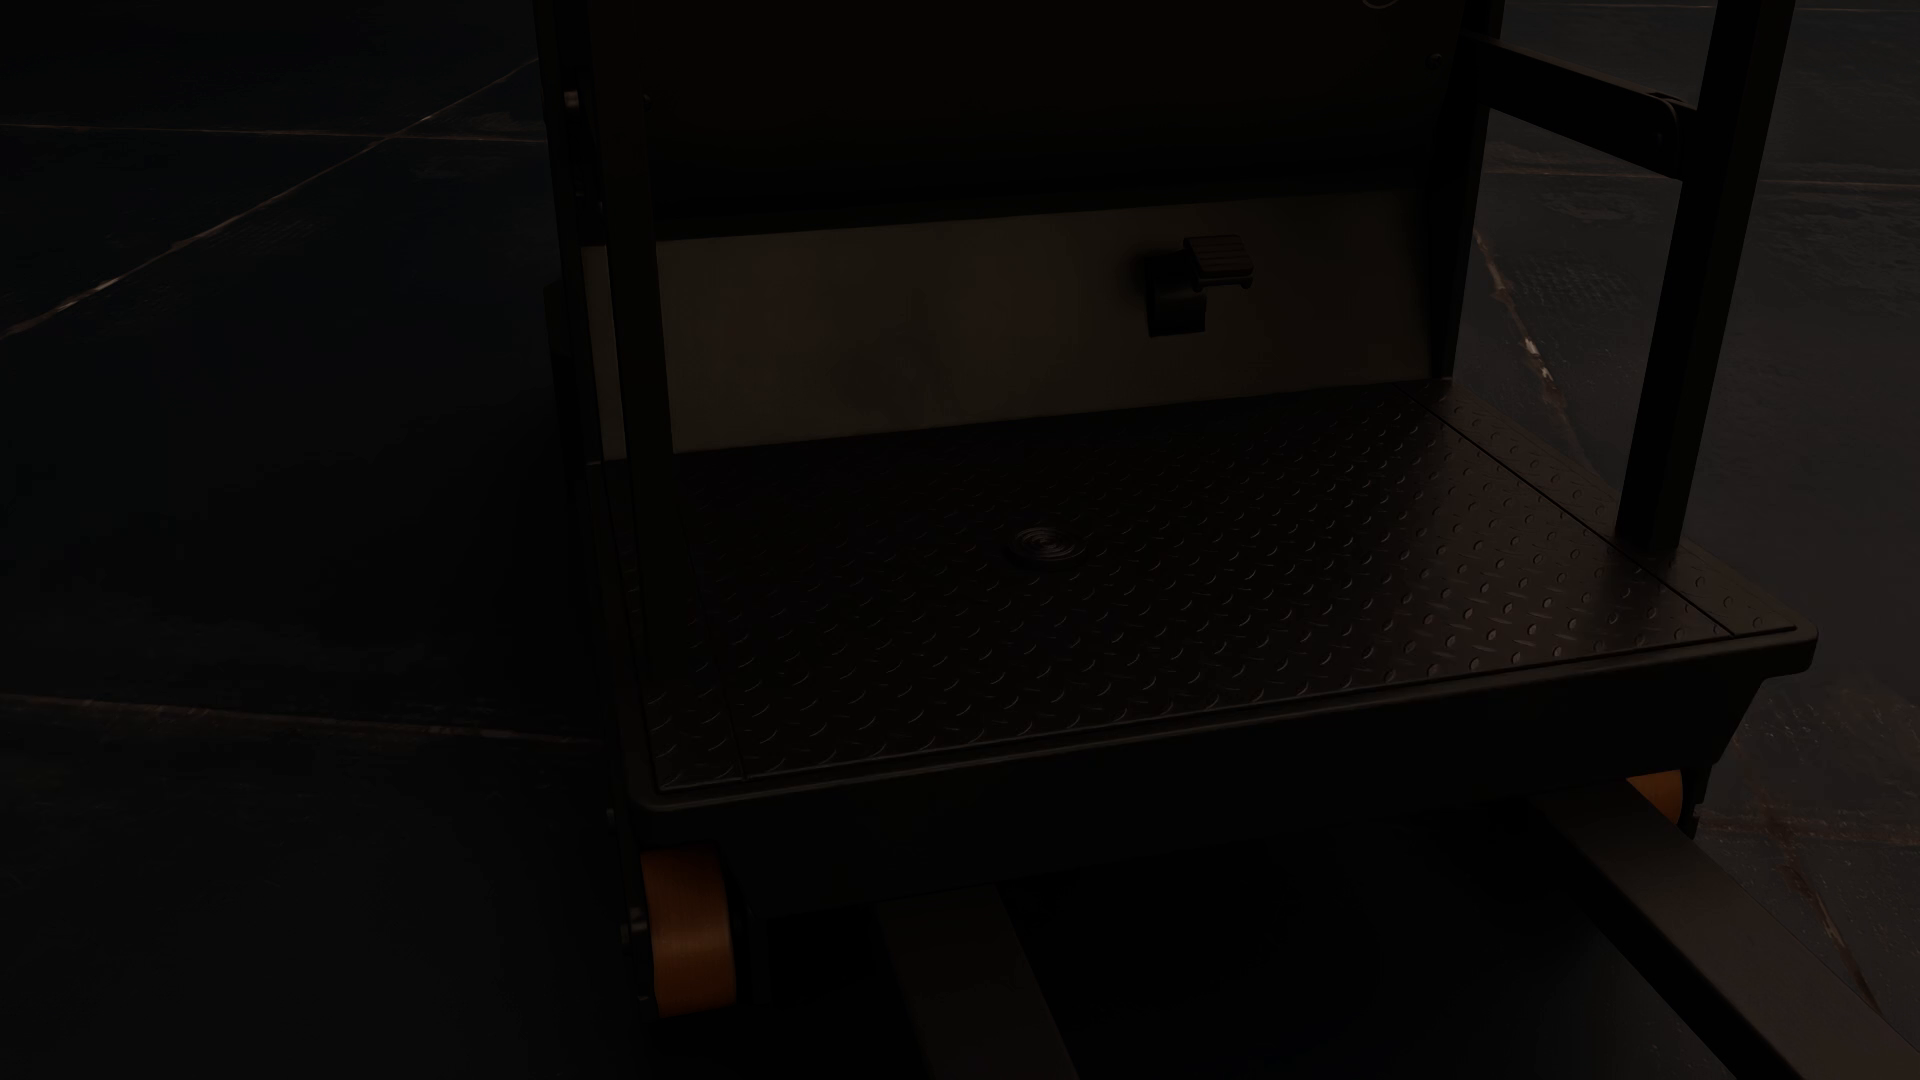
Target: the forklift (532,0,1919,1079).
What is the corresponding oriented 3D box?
[{"bbox_3d":[0.153,-1.049,1.319,1.130,2.935,3.031,-7,27,-13],"label":"forklift"}]
